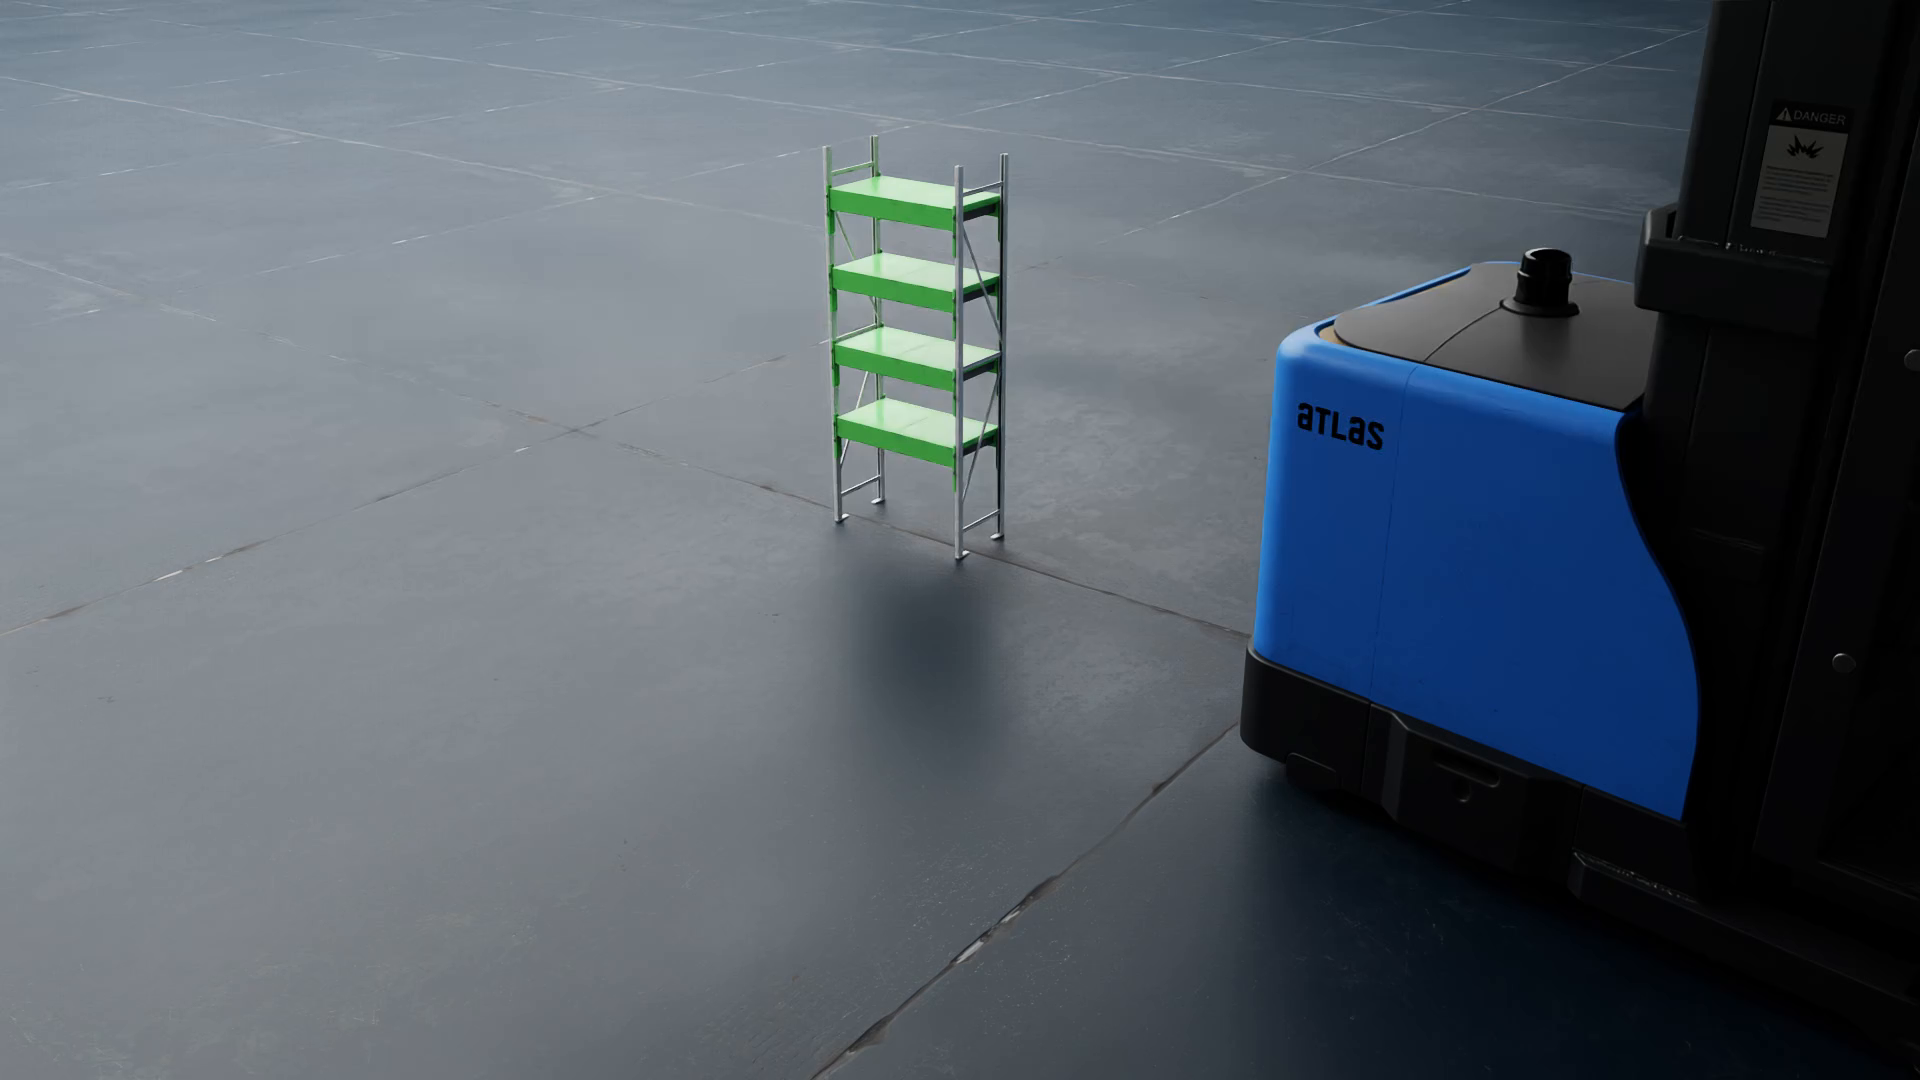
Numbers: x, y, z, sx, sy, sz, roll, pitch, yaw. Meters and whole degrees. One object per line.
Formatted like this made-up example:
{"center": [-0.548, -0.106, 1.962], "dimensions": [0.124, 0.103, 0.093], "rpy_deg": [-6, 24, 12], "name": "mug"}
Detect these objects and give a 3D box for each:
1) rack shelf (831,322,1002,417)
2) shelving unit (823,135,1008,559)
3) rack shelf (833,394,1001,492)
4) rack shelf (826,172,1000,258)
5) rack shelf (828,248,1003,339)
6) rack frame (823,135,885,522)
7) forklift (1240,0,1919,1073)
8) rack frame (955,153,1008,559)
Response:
{"center": [-0.132, -0.531, 5.125], "dimensions": [0.480, 0.148, 0.258], "rpy_deg": [17, 29, 33], "name": "rack shelf"}
{"center": [-0.132, -0.589, 5.099], "dimensions": [0.503, 1.200, 0.258], "rpy_deg": [17, 29, 33], "name": "shelving unit"}
{"center": [-0.132, -0.311, 5.221], "dimensions": [0.480, 0.148, 0.258], "rpy_deg": [17, 29, 33], "name": "rack shelf"}
{"center": [-0.132, -0.970, 4.931], "dimensions": [0.480, 0.148, 0.258], "rpy_deg": [17, 29, 33], "name": "rack shelf"}
{"center": [-0.132, -0.750, 5.028], "dimensions": [0.480, 0.148, 0.258], "rpy_deg": [17, 29, 33], "name": "rack shelf"}
{"center": [-0.328, -0.648, 5.233], "dimensions": [0.015, 1.200, 0.240], "rpy_deg": [17, 29, 33], "name": "rack frame"}
{"center": [2.083, -0.529, 2.816], "dimensions": [3.031, 2.935, 1.130], "rpy_deg": [21, 32, 39], "name": "forklift"}
{"center": [0.063, -0.530, 4.965], "dimensions": [0.015, 1.200, 0.240], "rpy_deg": [17, 29, 33], "name": "rack frame"}
